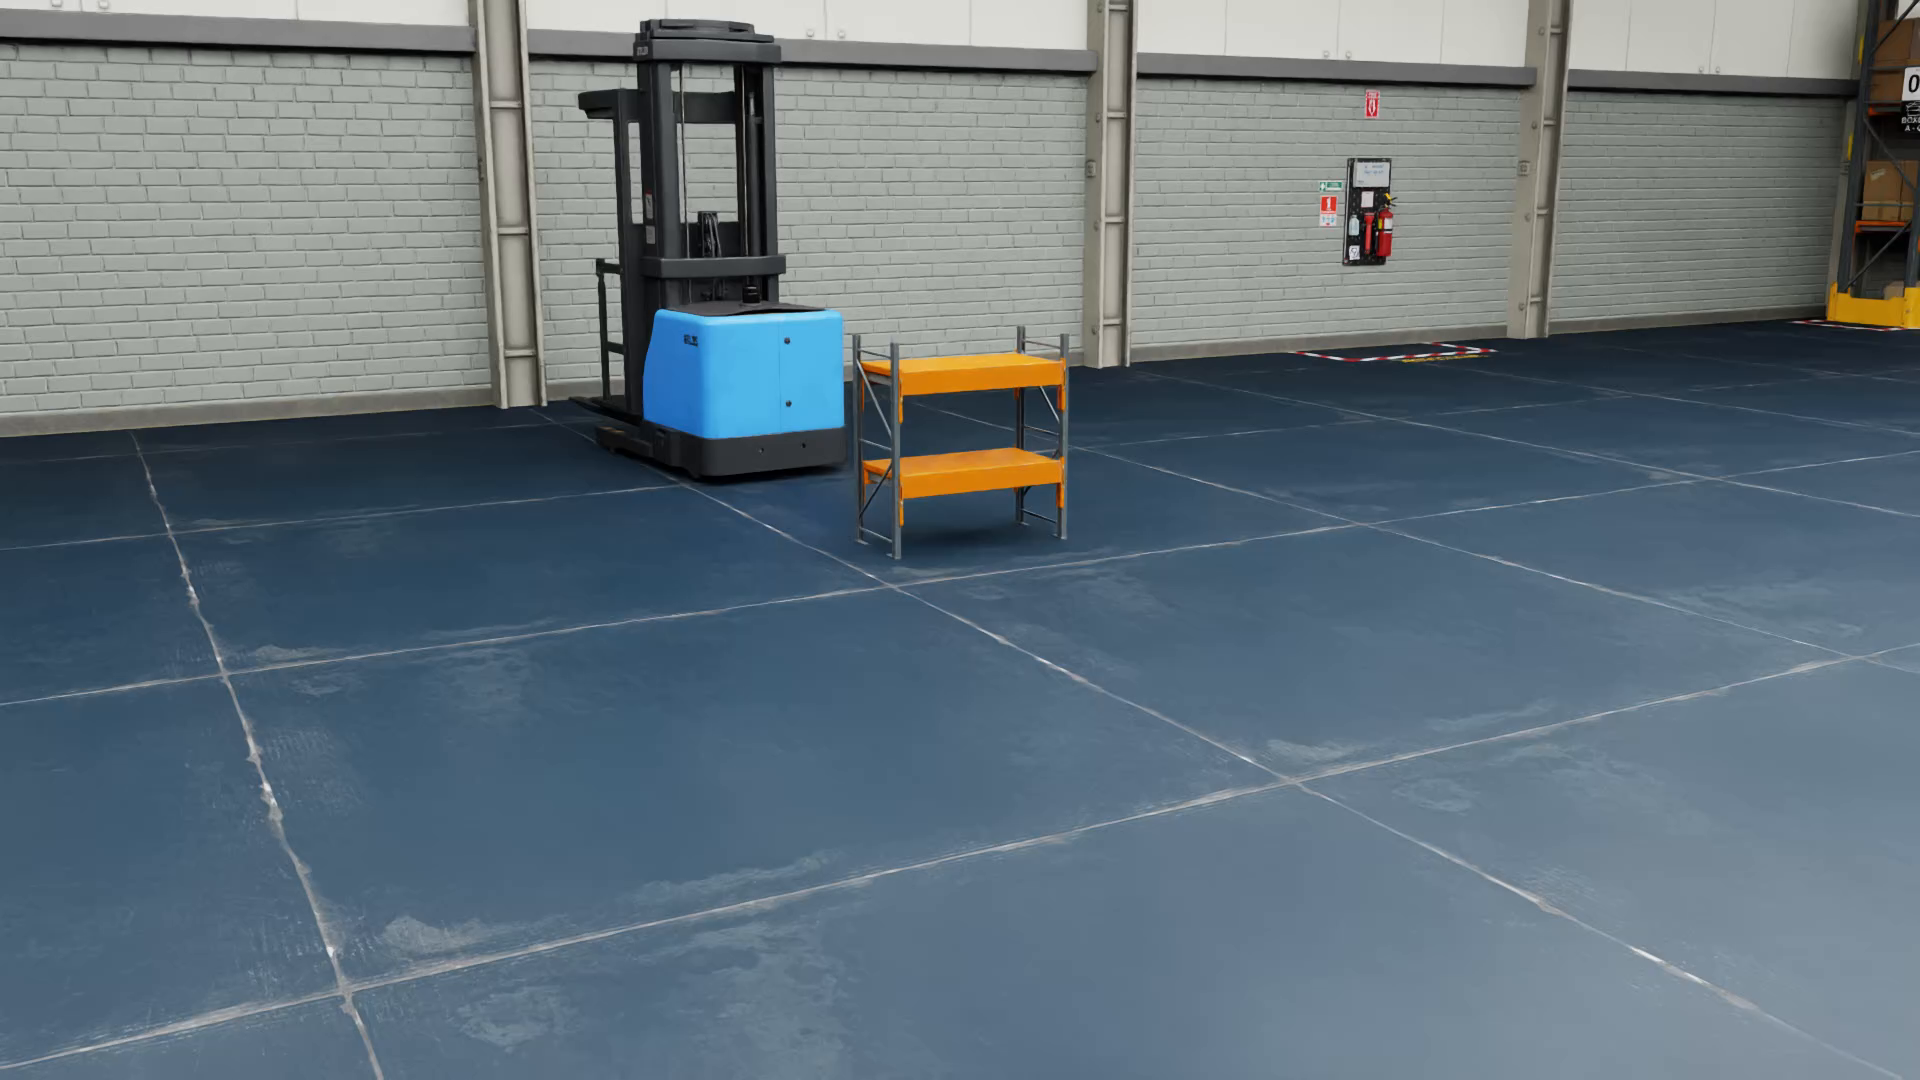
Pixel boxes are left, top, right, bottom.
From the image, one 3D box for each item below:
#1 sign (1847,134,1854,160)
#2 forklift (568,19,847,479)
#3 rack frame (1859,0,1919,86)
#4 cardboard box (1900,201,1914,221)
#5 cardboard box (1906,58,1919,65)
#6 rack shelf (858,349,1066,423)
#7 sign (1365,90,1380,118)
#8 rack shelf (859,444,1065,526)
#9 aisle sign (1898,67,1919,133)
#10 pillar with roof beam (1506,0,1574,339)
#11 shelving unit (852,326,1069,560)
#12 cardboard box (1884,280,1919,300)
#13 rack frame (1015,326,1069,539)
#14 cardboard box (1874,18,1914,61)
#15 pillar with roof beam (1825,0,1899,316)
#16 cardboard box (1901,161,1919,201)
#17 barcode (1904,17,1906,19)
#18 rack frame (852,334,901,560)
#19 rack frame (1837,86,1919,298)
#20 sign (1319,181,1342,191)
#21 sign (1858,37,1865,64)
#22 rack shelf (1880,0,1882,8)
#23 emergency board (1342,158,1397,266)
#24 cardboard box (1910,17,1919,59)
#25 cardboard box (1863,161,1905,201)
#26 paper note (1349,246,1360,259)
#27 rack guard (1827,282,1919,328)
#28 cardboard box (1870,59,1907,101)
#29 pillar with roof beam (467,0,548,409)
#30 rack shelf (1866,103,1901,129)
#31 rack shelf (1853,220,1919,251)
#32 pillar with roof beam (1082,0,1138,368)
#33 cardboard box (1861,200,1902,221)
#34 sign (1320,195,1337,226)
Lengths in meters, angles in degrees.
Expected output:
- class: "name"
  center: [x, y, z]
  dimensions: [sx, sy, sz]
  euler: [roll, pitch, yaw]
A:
- class: "sign"
  center: [11.581, -5.102, 21.590]
  dimensions: [0.005, 0.325, 0.100]
  euler: [-7, 14, -28]
- class: "forklift"
  center: [-1.979, -2.098, 11.757]
  dimensions: [1.130, 2.935, 3.031]
  euler: [-8, 15, -32]
- class: "rack frame"
  center: [11.829, -7.200, 20.608]
  dimensions: [0.127, 3.000, 1.000]
  euler: [-7, 14, -28]
- class: "cardboard box"
  center: [12.410, -4.200, 21.238]
  dimensions: [0.500, 0.250, 0.500]
  euler: [-7, 15, -29]
- class: "cardboard box"
  center: [12.243, -5.783, 20.867]
  dimensions: [0.500, 0.500, 0.500]
  euler: [-6, 14, -26]
- class: "rack shelf"
  center: [0.006, -0.835, 8.925]
  dimensions: [1.000, 0.278, 0.538]
  euler: [-7, 14, -28]
- class: "sign"
  center: [4.521, -4.779, 18.235]
  dimensions: [0.199, 0.298, 0.001]
  euler: [-7, 14, -28]
- class: "rack shelf"
  center: [0.006, -0.311, 9.043]
  dimensions: [1.000, 0.278, 0.538]
  euler: [-7, 14, -28]
- class: "aisle sign"
  center: [11.910, -5.477, 20.691]
  dimensions: [0.004, 0.787, 0.394]
  euler: [-7, 14, -28]
- class: "pillar with roof beam"
  center: [8.826, -5.980, 15.185]
  dimensions: [0.400, 9.000, 9.100]
  euler: [-7, 14, -28]
- class: "shelving unit"
  center: [0.006, -0.549, 8.989]
  dimensions: [1.048, 1.125, 0.538]
  euler: [-7, 14, -28]
- class: "cardboard box"
  center: [12.480, -3.232, 21.760]
  dimensions: [0.500, 0.311, 0.500]
  euler: [-9, 15, -34]
- class: "rack frame"
  center: [0.452, -0.603, 9.226]
  dimensions: [0.032, 1.125, 0.500]
  euler: [-7, 14, -28]
- class: "cardboard box"
  center: [12.083, -6.379, 21.240]
  dimensions: [0.500, 0.500, 0.500]
  euler: [-6, 14, -25]
- class: "pillar with roof beam"
  center: [14.092, -6.611, 17.990]
  dimensions: [0.400, 9.000, 9.100]
  euler: [-7, 14, -28]
- class: "cardboard box"
  center: [12.392, -4.568, 21.165]
  dimensions: [0.500, 0.500, 0.500]
  euler: [-7, 14, -28]
- class: "barcode"
  center: [12.213, -6.737, 21.511]
  dimensions: [0.075, 0.075, 0.001]
  euler: [-7, 14, -28]
- class: "rack frame"
  center: [-0.440, -0.496, 8.751]
  dimensions: [0.032, 1.125, 0.500]
  euler: [-7, 14, -28]
- class: "rack frame"
  center: [11.829, -4.274, 21.267]
  dimensions: [0.127, 3.000, 1.000]
  euler: [-7, 14, -28]
- class: "sign"
  center: [4.049, -3.867, 18.170]
  dimensions: [0.331, 0.109, 0.001]
  euler: [-7, 14, -28]
- class: "sign"
  center: [11.581, -6.278, 21.325]
  dimensions: [0.005, 0.325, 0.100]
  euler: [-7, 14, -28]
- class: "rack shelf"
  center: [13.585, -7.058, 21.623]
  dimensions: [4.000, 0.370, 1.077]
  euler: [-7, 14, -28]
- class: "emergency board"
  center: [4.576, -3.630, 18.408]
  dimensions: [0.643, 1.169, 0.194]
  euler: [-7, 14, -28]
- class: "cardboard box"
  center: [12.284, -6.277, 20.787]
  dimensions: [0.500, 0.500, 0.500]
  euler: [-8, 15, -32]
- class: "cardboard box"
  center: [12.141, -4.667, 21.601]
  dimensions: [0.500, 0.500, 0.500]
  euler: [-7, 14, -28]
- class: "paper note"
  center: [4.387, -3.195, 18.481]
  dimensions: [0.142, 0.148, 0.016]
  euler: [-7, 14, -28]
- class: "rack guard"
  center: [11.896, -3.062, 21.577]
  dimensions: [0.348, 0.500, 1.175]
  euler: [-7, 14, -28]
- class: "cardboard box"
  center: [12.074, -5.888, 21.336]
  dimensions: [0.500, 0.500, 0.500]
  euler: [-6, 14, -24]
- class: "pillar with roof beam"
  center: [-1.707, -4.718, 9.576]
  dimensions: [0.400, 9.000, 9.100]
  euler: [-7, 14, -28]
- class: "rack shelf"
  center: [13.585, -5.596, 21.952]
  dimensions: [4.000, 0.370, 1.077]
  euler: [-7, 14, -28]
- class: "rack shelf"
  center: [13.585, -4.133, 22.281]
  dimensions: [4.000, 0.370, 1.077]
  euler: [-7, 14, -28]
- class: "pillar with roof beam"
  center: [3.559, -5.349, 12.380]
  dimensions: [0.400, 9.000, 9.100]
  euler: [-7, 14, -28]
- class: "cardboard box"
  center: [12.147, -4.297, 21.666]
  dimensions: [0.500, 0.250, 0.500]
  euler: [-7, 14, -27]
- class: "sign"
  center: [4.041, -3.609, 18.234]
  dimensions: [0.234, 0.329, 0.001]
  euler: [-7, 14, -28]
